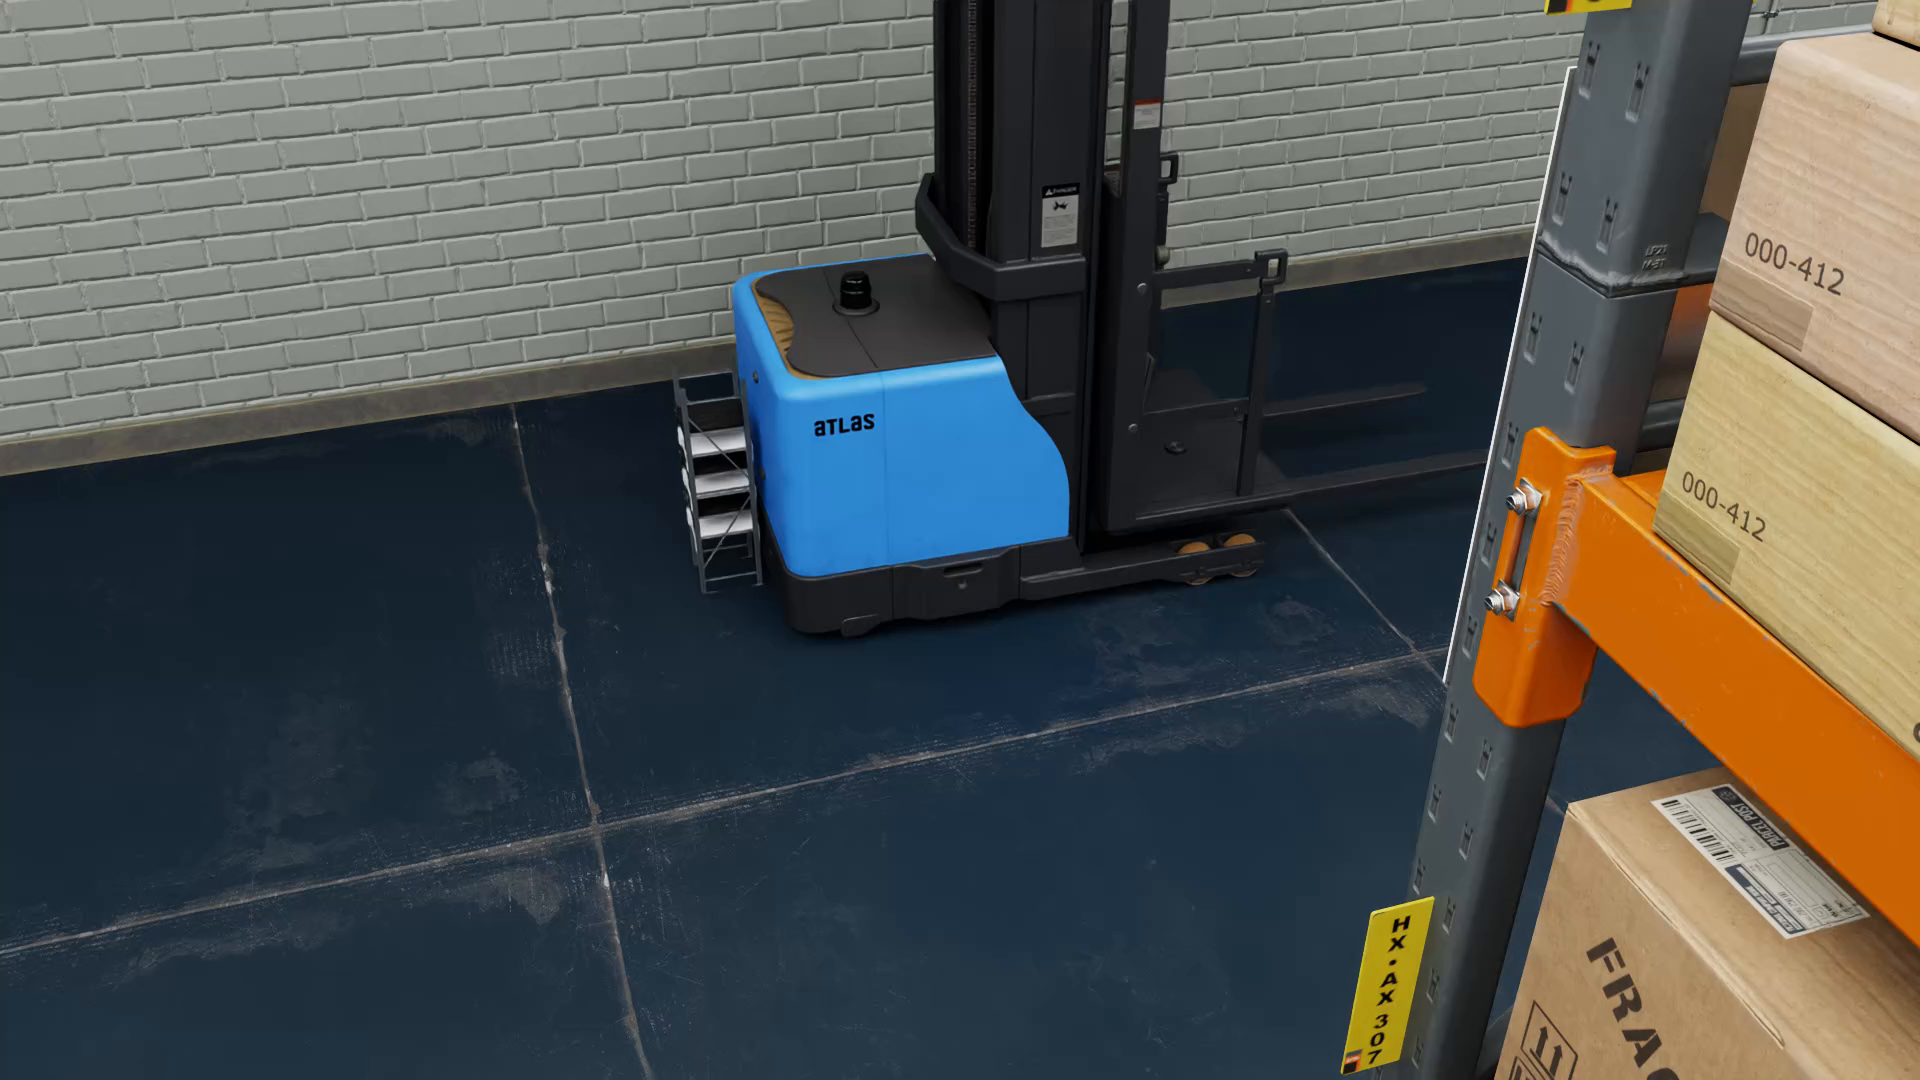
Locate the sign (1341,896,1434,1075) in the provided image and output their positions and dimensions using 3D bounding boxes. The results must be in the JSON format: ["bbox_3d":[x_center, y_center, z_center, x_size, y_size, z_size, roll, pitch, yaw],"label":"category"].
[{"bbox_3d":[0.593,0.621,2.304,0.100,0.325,0.005,-10,35,-15],"label":"sign"}]

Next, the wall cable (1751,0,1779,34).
[{"bbox_3d":[4.051,-3.388,8.206,0.585,1.953,0.123,-10,35,-15],"label":"wall cable"}]

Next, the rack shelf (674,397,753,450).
[{"bbox_3d":[-0.914,-0.434,6.160,0.258,0.077,0.200,-9,35,-13],"label":"rack shelf"}]

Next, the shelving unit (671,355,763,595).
[{"bbox_3d":[-0.914,-0.236,6.291,0.258,0.900,0.210,-9,35,-13],"label":"shelving unit"}]

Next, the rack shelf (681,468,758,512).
[{"bbox_3d":[-0.914,-0.209,6.309,0.258,0.077,0.200,-9,35,-13],"label":"rack shelf"}]

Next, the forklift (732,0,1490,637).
[{"bbox_3d":[0.695,-1.318,6.086,3.031,2.935,1.130,-9,35,-14],"label":"forklift"}]

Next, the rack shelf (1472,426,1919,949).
[{"bbox_3d":[1.720,0.990,0.463,1.077,0.370,4.000,-10,35,-15],"label":"rack shelf"}]

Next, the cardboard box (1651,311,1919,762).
[{"bbox_3d":[1.003,-0.019,1.473,0.500,0.250,0.500,-9,34,-13],"label":"cardboard box"}]

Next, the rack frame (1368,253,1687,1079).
[{"bbox_3d":[1.110,0.891,2.680,1.000,3.000,0.127,-10,35,-15],"label":"rack frame"}]

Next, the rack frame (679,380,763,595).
[{"bbox_3d":[-0.885,-0.183,6.209,0.240,0.900,0.006,-9,35,-13],"label":"rack frame"}]

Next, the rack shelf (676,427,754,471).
[{"bbox_3d":[-0.914,-0.359,6.210,0.258,0.077,0.200,-9,35,-13],"label":"rack shelf"}]

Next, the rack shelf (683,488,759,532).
[{"bbox_3d":[-0.914,-0.134,6.359,0.258,0.077,0.200,-9,35,-13],"label":"rack shelf"}]

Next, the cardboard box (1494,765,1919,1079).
[{"bbox_3d":[0.994,0.589,1.871,0.500,0.500,0.500,-10,35,-15],"label":"cardboard box"}]

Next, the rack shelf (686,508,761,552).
[{"bbox_3d":[-0.913,-0.059,6.409,0.258,0.077,0.200,-9,35,-13],"label":"rack shelf"}]

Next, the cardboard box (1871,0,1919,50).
[{"bbox_3d":[0.992,-0.464,1.332,0.380,0.149,0.250,-10,35,-15],"label":"cardboard box"}]

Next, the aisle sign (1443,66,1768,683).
[{"bbox_3d":[0.802,-0.181,1.945,0.394,0.787,0.004,-10,35,-15],"label":"aisle sign"}]

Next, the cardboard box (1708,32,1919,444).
[{"bbox_3d":[0.999,-0.227,1.334,0.500,0.250,0.500,-9,35,-14],"label":"cardboard box"}]

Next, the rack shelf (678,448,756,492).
[{"bbox_3d":[-0.914,-0.284,6.260,0.258,0.077,0.200,-9,35,-13],"label":"rack shelf"}]

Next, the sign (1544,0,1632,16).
[{"bbox_3d":[0.593,-0.634,1.474,0.100,0.325,0.005,-10,35,-15],"label":"sign"}]

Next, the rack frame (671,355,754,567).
[{"bbox_3d":[-0.942,-0.290,6.372,0.240,0.900,0.006,-9,35,-13],"label":"rack frame"}]

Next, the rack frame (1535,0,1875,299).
[{"bbox_3d":[1.110,-1.612,1.027,1.000,3.000,0.127,-10,35,-15],"label":"rack frame"}]
